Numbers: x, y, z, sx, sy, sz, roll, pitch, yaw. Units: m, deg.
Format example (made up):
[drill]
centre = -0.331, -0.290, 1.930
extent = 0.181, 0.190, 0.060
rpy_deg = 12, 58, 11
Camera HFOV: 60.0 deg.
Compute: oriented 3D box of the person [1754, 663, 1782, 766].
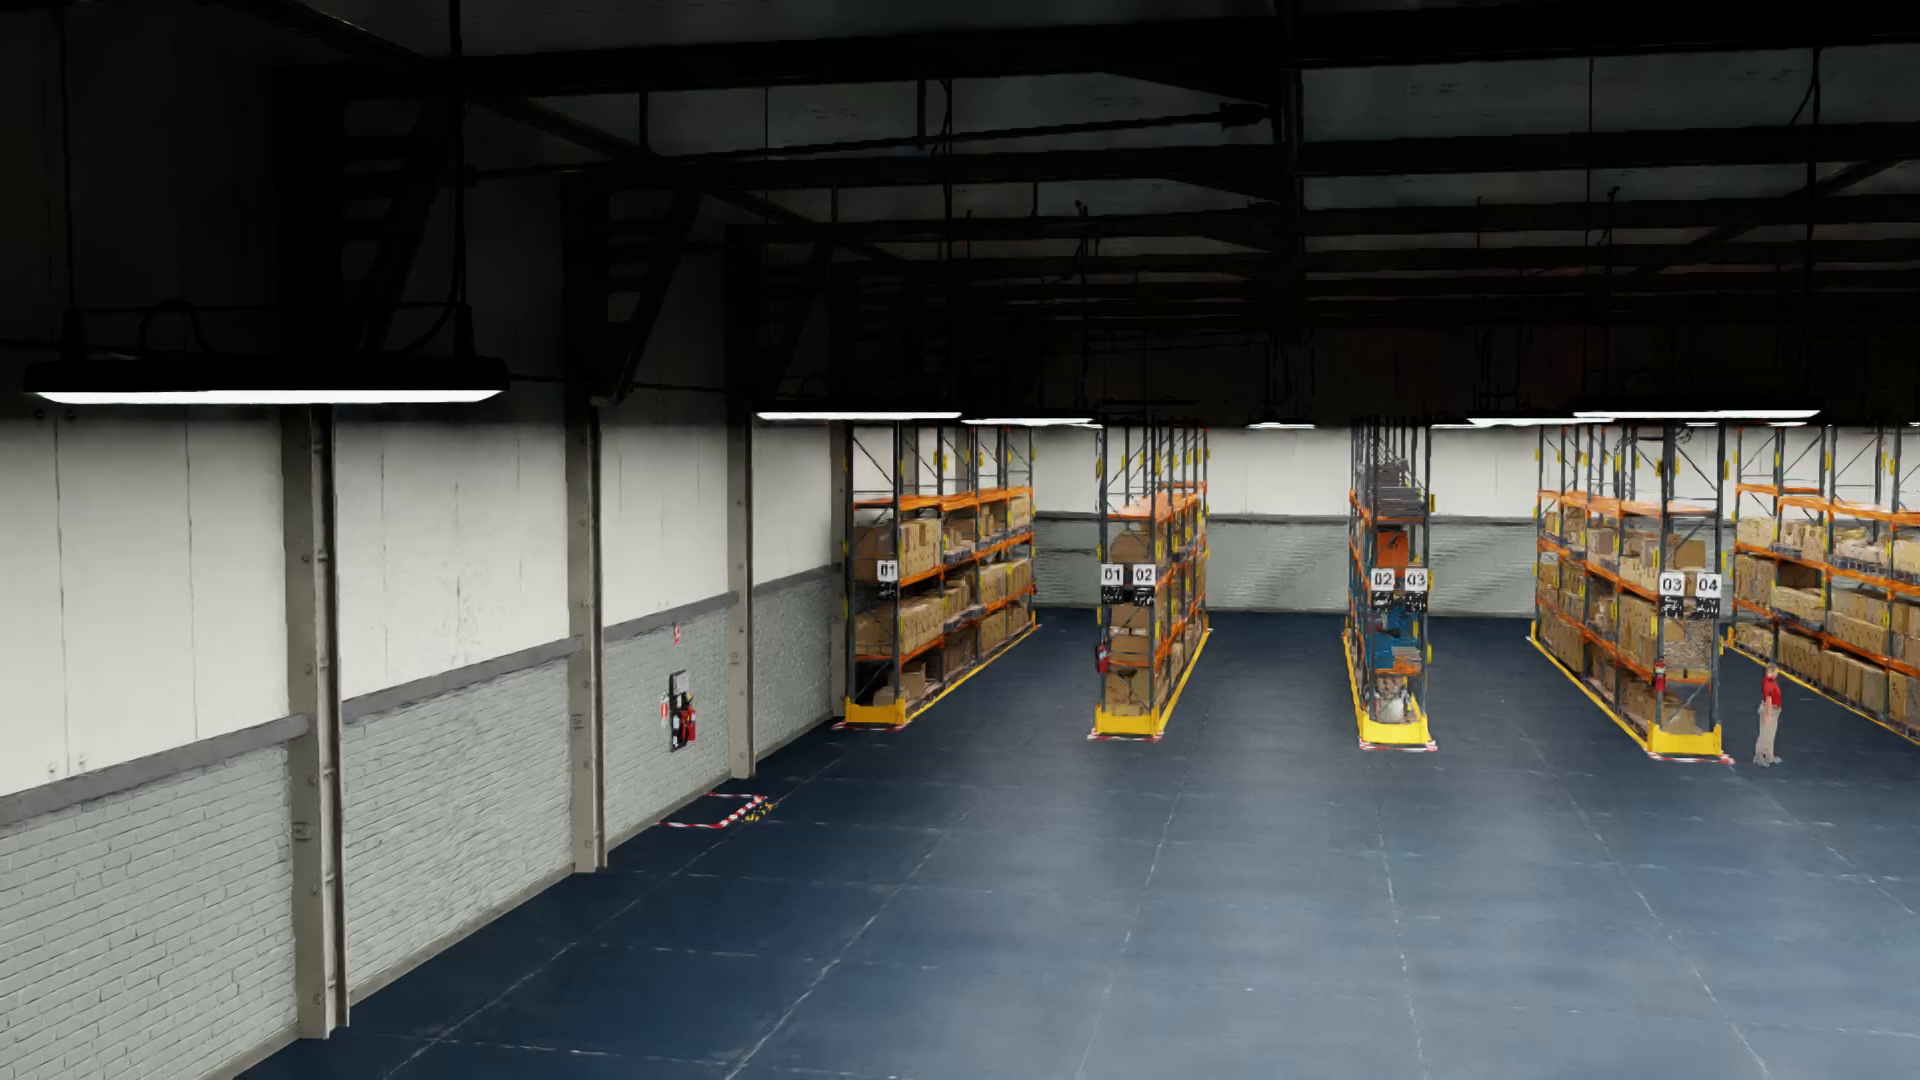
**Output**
[person]
centre = 13.827, 2.961, 28.392
extent = 0.467, 1.728, 0.677
rpy_deg = 1, 4, 21
